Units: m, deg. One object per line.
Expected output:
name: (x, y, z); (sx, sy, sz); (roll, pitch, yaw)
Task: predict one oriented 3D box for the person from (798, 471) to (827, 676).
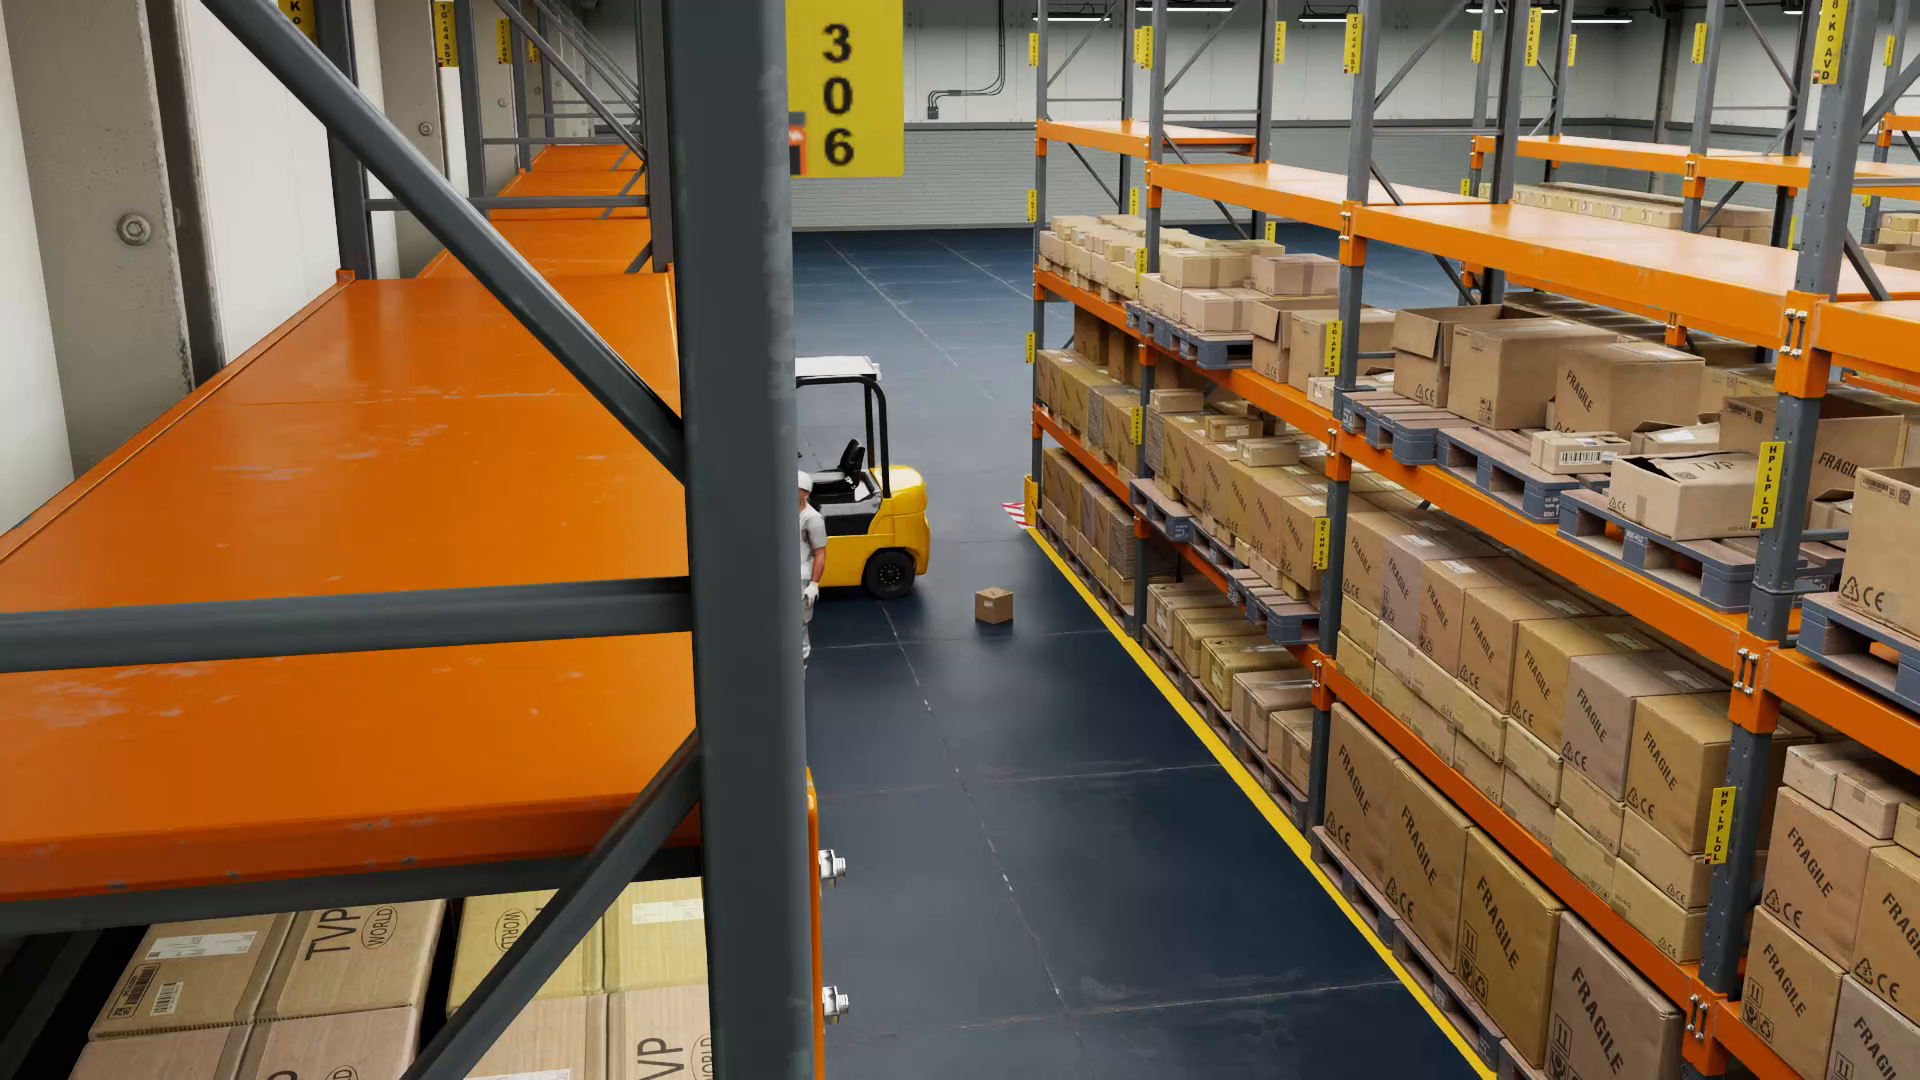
person: (-1.399, 0.335, 13.302); (0.637, 1.787, 0.566); (15, 22, 41)
